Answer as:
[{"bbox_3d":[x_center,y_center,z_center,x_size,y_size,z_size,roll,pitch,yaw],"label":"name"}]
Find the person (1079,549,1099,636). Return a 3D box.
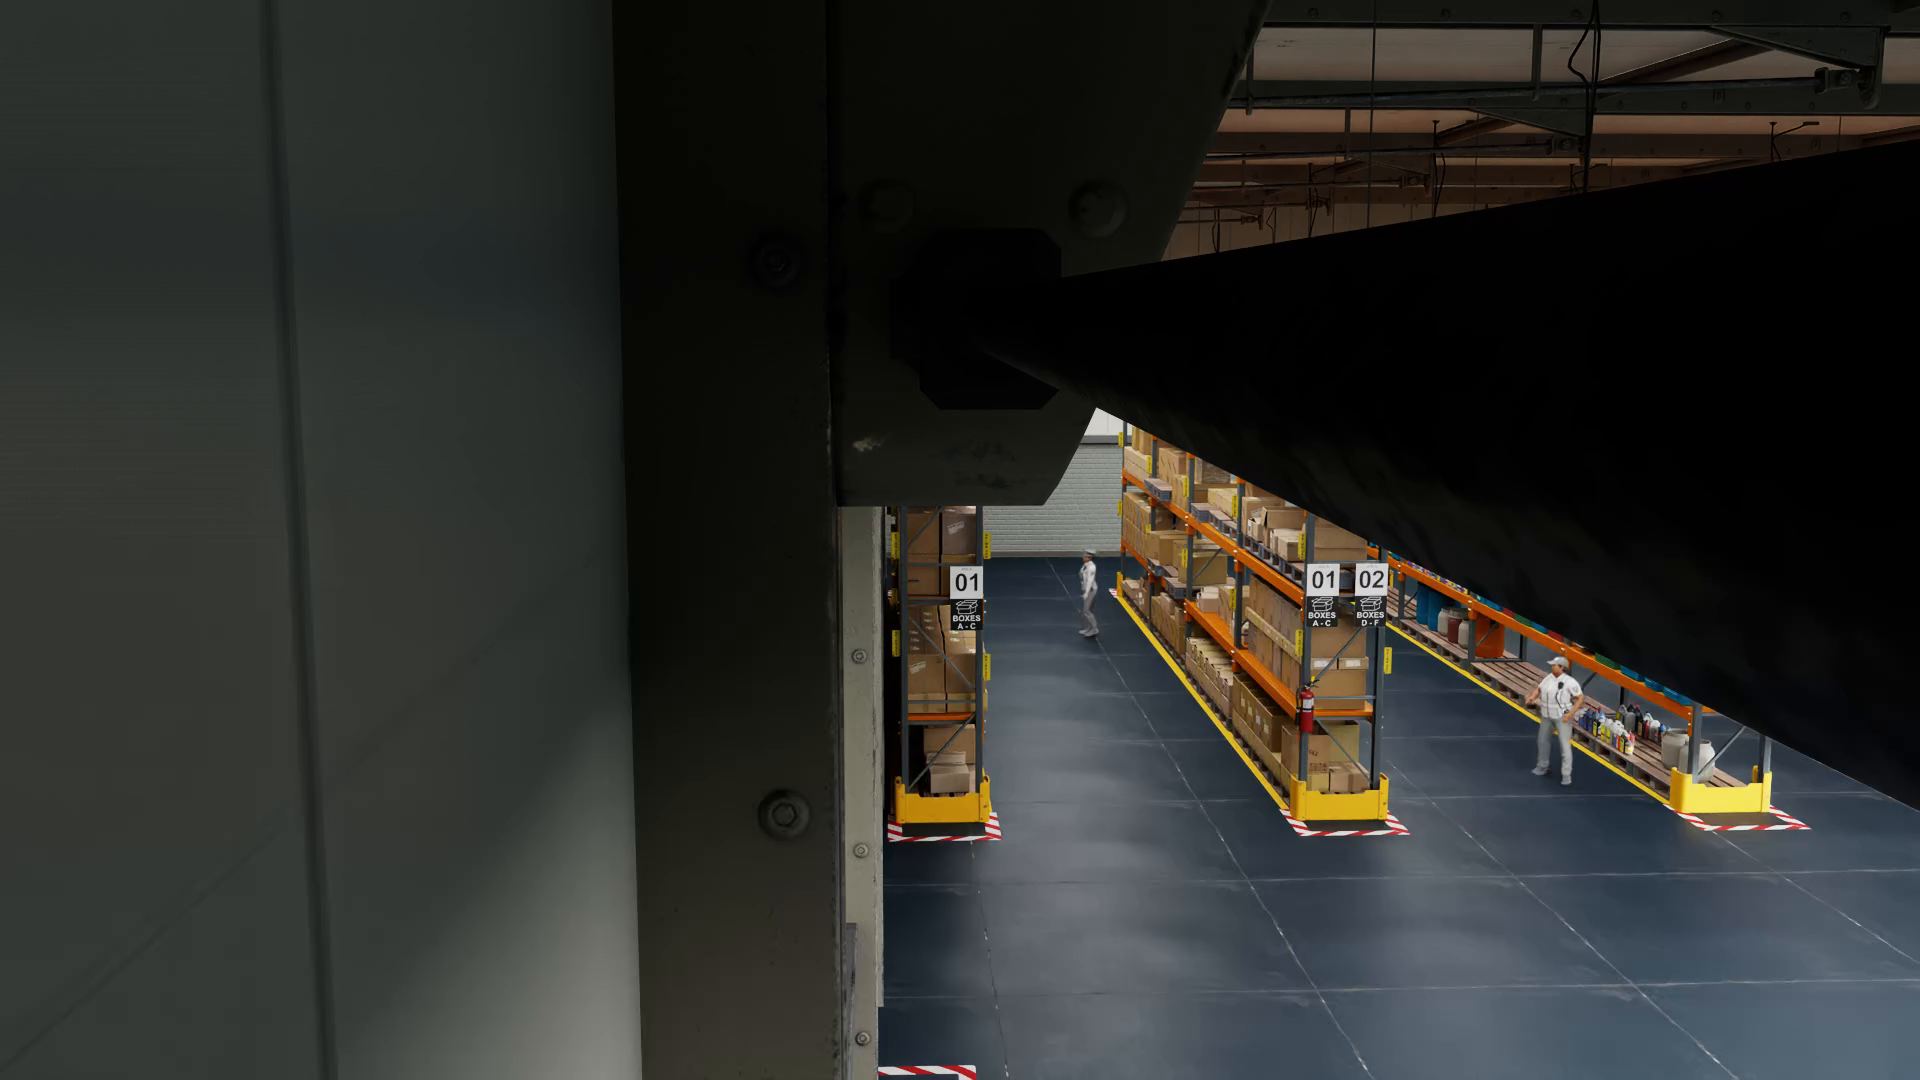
[{"bbox_3d":[2.458,1.009,31.919,0.333,1.678,0.504,-2,8,-11],"label":"person"}]

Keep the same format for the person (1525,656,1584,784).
[{"bbox_3d":[7.931,2.407,22.295,0.610,1.692,0.671,-5,9,-31],"label":"person"}]

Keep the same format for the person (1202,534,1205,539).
[{"bbox_3d":[5.296,0.206,37.481,0.651,1.745,1.025,-5,9,-29],"label":"person"}]
